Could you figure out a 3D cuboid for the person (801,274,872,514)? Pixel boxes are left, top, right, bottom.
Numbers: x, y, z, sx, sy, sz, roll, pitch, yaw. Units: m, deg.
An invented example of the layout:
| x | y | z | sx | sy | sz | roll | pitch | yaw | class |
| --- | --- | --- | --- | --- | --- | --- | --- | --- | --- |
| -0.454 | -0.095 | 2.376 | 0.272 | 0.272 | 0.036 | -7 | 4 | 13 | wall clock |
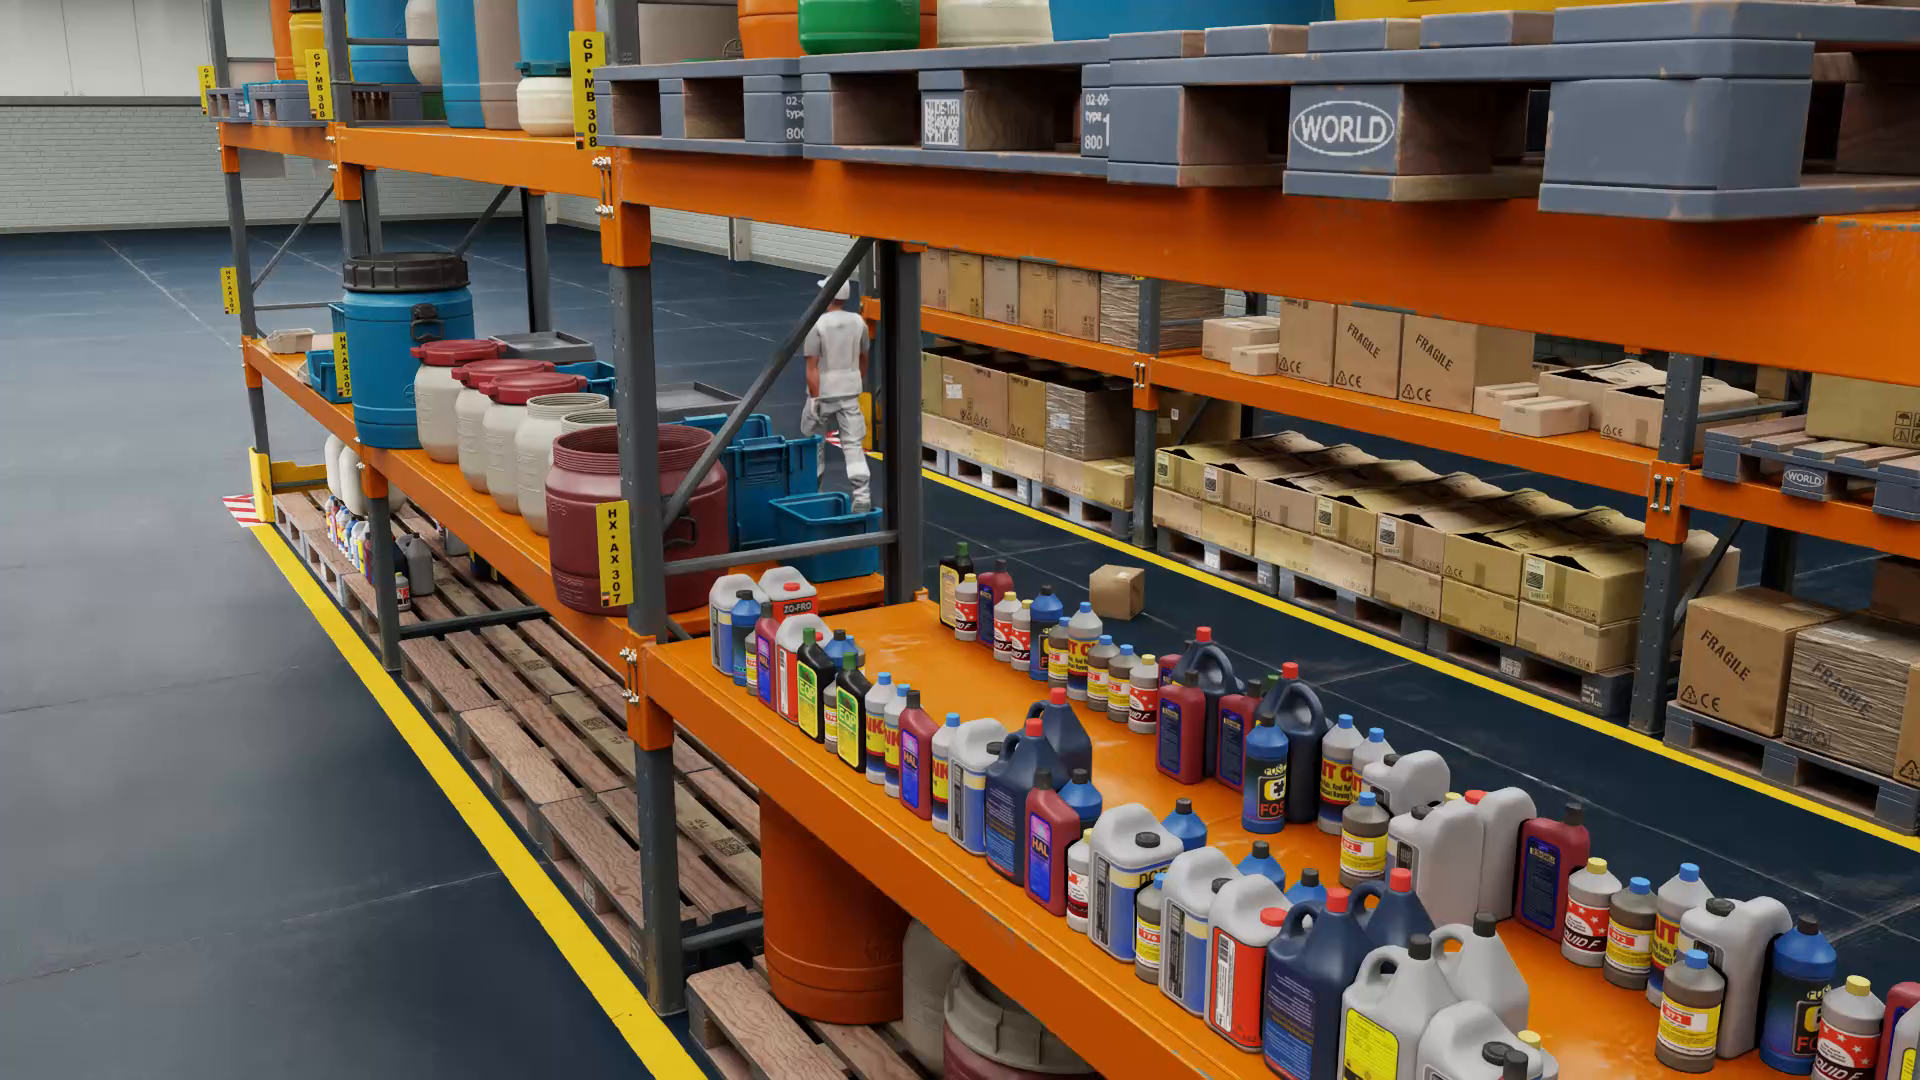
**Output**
| x | y | z | sx | sy | sz | roll | pitch | yaw | class |
| --- | --- | --- | --- | --- | --- | --- | --- | --- | --- |
| -0.909 | -1.057 | 12.014 | 0.527 | 1.745 | 1.048 | -6 | 16 | -21 | person |
